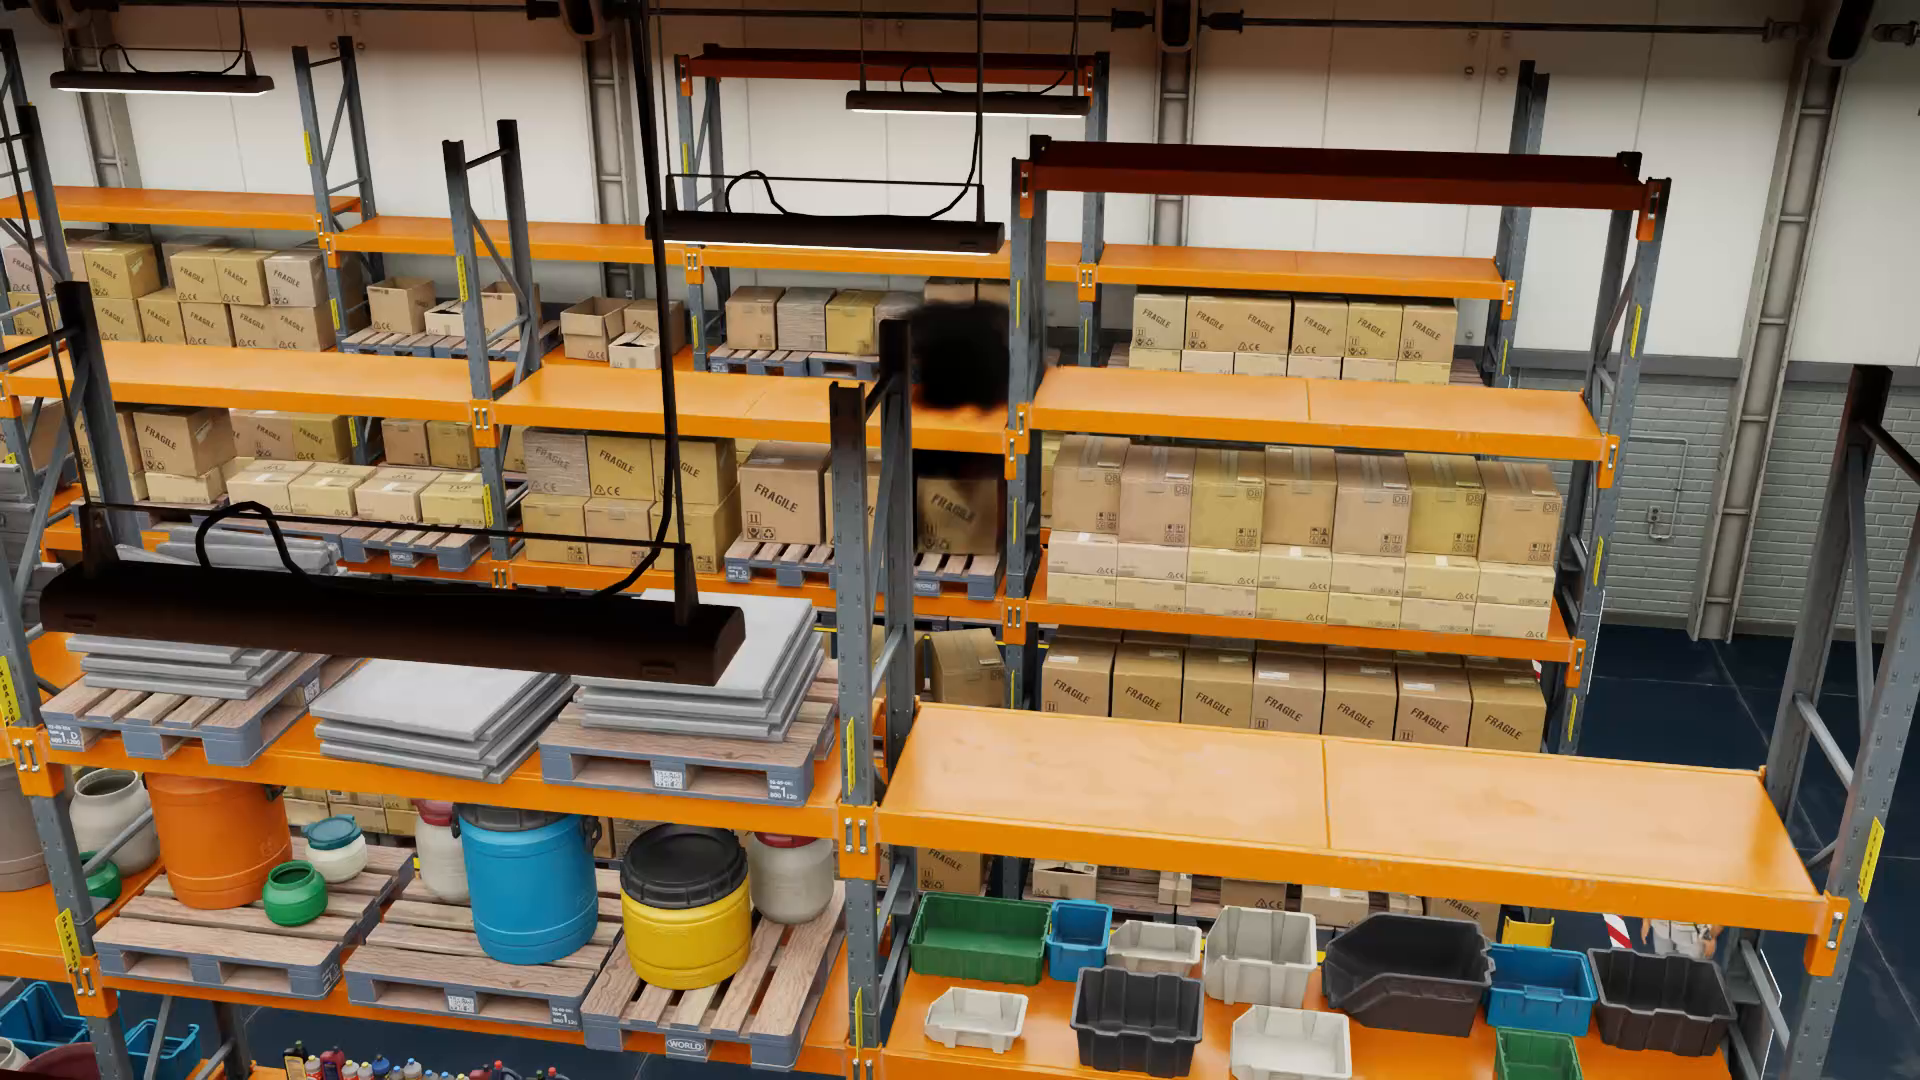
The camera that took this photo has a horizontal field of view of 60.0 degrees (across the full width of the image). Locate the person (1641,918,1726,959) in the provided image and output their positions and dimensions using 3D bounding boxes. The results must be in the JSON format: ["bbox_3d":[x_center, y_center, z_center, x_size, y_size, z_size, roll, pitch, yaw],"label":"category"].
[{"bbox_3d":[5.106,2.778,11.799,0.511,1.606,0.611,-18,29,-37],"label":"person"}]
